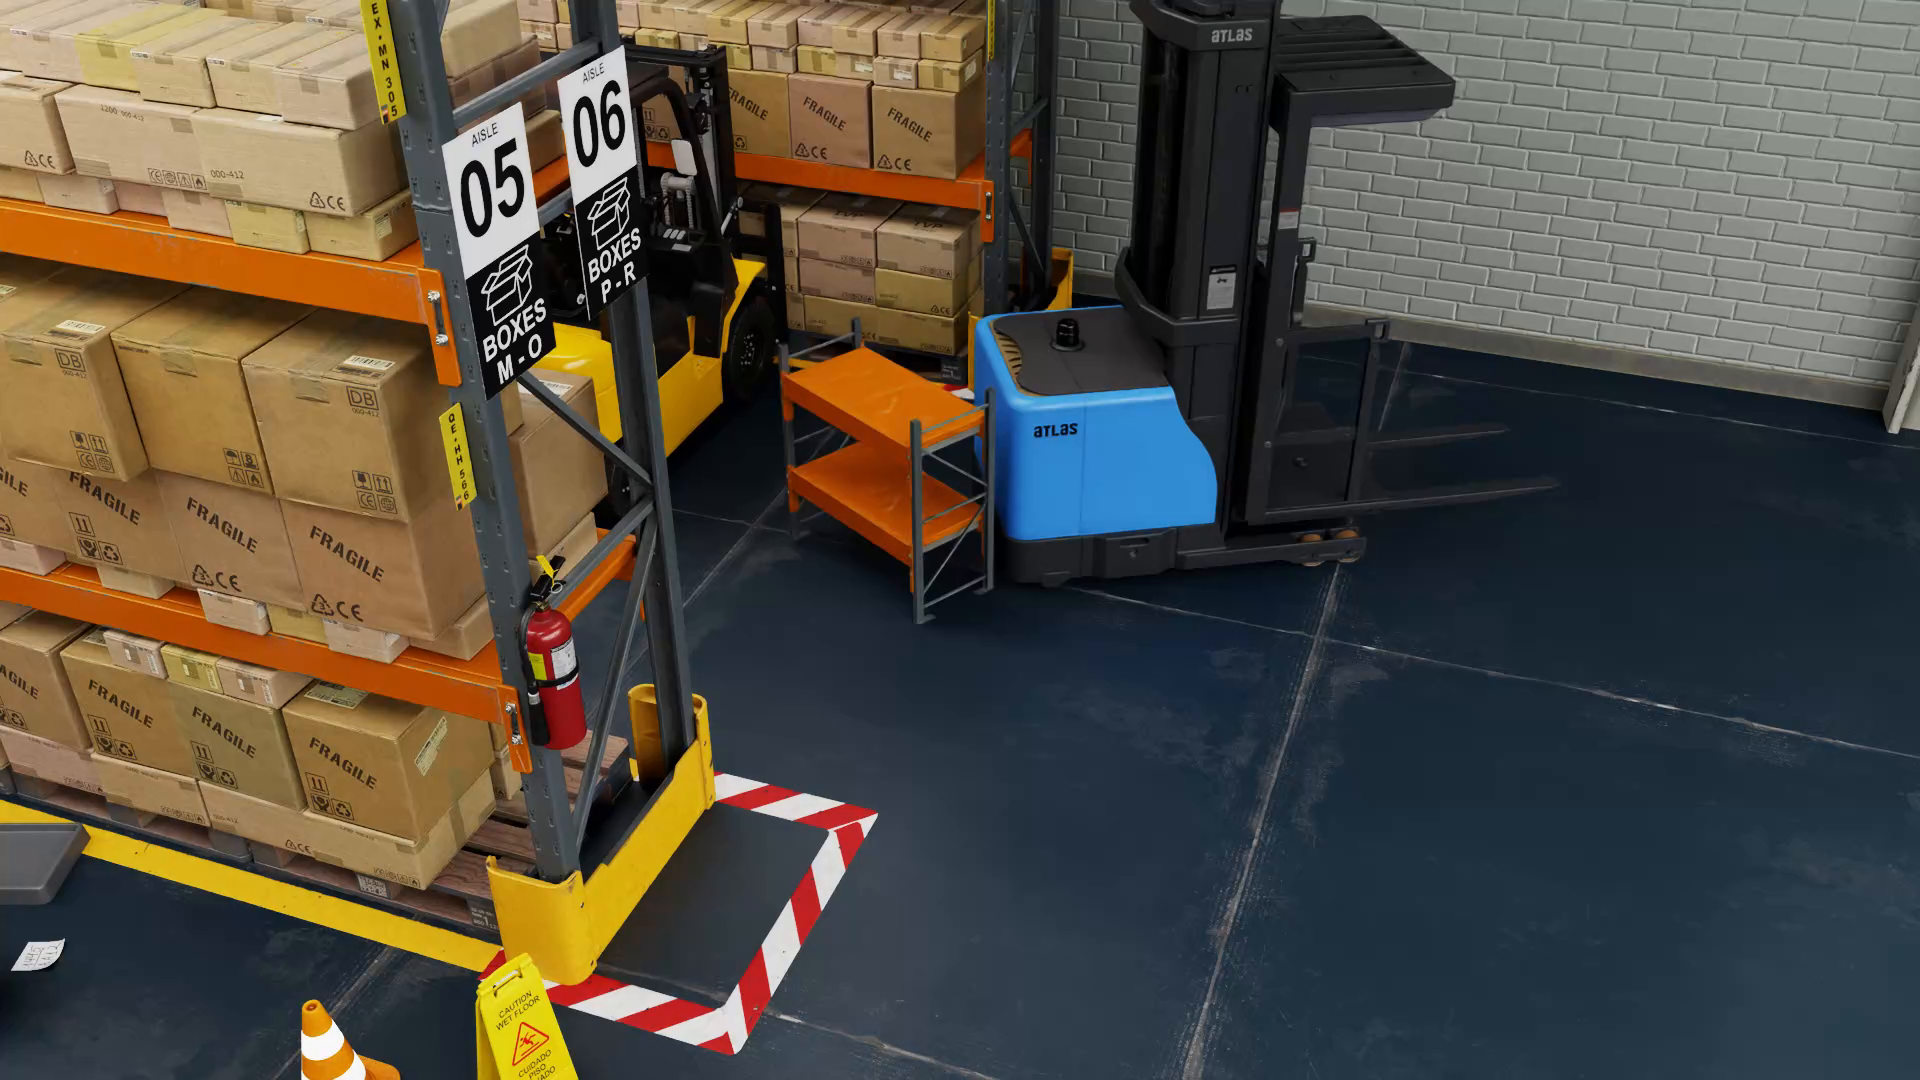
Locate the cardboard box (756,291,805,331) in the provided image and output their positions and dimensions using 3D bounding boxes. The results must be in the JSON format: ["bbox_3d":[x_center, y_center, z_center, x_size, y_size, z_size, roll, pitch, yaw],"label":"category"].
[{"bbox_3d":[-1.116,-1.582,10.583,0.500,0.250,0.500,11,35,17],"label":"cardboard box"}]

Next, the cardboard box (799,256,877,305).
[{"bbox_3d":[-0.666,-1.702,10.308,0.500,0.250,0.500,11,34,16],"label":"cardboard box"}]

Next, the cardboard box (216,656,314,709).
[{"bbox_3d":[-2.515,0.436,6.168,0.250,0.149,0.380,12,35,18],"label":"cardboard box"}]

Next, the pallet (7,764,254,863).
[{"bbox_3d":[-3.274,0.858,7.227,1.213,0.211,1.003,11,34,16],"label":"pallet"}]

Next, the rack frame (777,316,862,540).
[{"bbox_3d":[-0.698,-0.566,8.590,0.500,1.125,0.032,-25,41,-34],"label":"rack frame"}]

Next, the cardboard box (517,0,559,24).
[{"bbox_3d":[-2.472,-3.263,10.073,0.250,0.149,0.380,12,35,18],"label":"cardboard box"}]

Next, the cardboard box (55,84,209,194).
[{"bbox_3d":[-2.346,-1.287,5.076,0.500,0.250,0.500,11,34,16],"label":"cardboard box"}]

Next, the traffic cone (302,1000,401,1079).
[{"bbox_3d":[-2.145,1.737,5.633,0.334,0.463,0.336,11,34,16],"label":"traffic cone"}]

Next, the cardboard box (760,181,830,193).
[{"bbox_3d":[-0.961,-2.257,10.706,0.500,0.250,0.500,11,34,16],"label":"cardboard box"}]

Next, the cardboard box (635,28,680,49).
[{"bbox_3d":[-1.739,-3.005,9.949,0.250,0.149,0.380,10,34,15],"label":"cardboard box"}]

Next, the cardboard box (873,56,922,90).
[{"bbox_3d":[-0.305,-2.711,9.493,0.250,0.149,0.380,12,35,17],"label":"cardboard box"}]

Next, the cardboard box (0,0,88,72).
[{"bbox_3d":[-2.886,-1.596,5.188,0.250,0.149,0.380,10,34,15],"label":"cardboard box"}]

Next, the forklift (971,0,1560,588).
[{"bbox_3d":[1.629,-1.372,8.173,3.031,2.935,1.130,-6,33,-8],"label":"forklift"}]

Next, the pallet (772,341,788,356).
[{"bbox_3d":[-1.512,-1.616,11.057,1.213,0.211,1.003,11,34,16],"label":"pallet"}]

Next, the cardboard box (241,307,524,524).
[{"bbox_3d":[-1.859,-0.478,5.437,0.500,0.500,0.700,10,34,15],"label":"cardboard box"}]

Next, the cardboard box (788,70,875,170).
[{"bbox_3d":[-0.671,-2.542,9.829,0.500,0.500,0.500,12,35,18],"label":"cardboard box"}]

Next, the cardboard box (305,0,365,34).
[{"bbox_3d":[-1.813,-1.606,5.203,0.250,0.149,0.380,11,34,16],"label":"cardboard box"}]

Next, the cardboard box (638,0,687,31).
[{"bbox_3d":[-1.719,-3.174,9.936,0.250,0.149,0.380,11,34,17],"label":"cardboard box"}]

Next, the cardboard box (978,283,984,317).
[{"bbox_3d":[-0.030,-1.655,10.696,0.500,0.250,0.500,11,34,17],"label":"cardboard box"}]

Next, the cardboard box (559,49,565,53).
[{"bbox_3d":[-2.097,-2.825,10.268,0.500,0.500,0.500,11,34,16],"label":"cardboard box"}]

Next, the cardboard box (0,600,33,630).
[{"bbox_3d":[-3.770,0.190,6.548,0.250,0.149,0.380,13,35,19],"label":"cardboard box"}]

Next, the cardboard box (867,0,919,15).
[{"bbox_3d":[-0.366,-3.160,9.915,0.250,0.149,0.380,12,35,17],"label":"cardboard box"}]

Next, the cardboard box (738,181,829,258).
[{"bbox_3d":[-1.134,-1.988,10.290,0.500,0.250,0.500,11,35,17],"label":"cardboard box"}]

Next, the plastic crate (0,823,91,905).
[{"bbox_3d":[-3.869,1.292,6.676,0.583,0.080,0.402,0,33,0],"label":"plastic crate"}]

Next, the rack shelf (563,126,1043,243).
[{"bbox_3d":[-1.517,-2.508,10.532,4.000,0.370,1.077,11,34,16],"label":"rack shelf"}]

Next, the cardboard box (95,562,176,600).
[{"bbox_3d":[-2.957,0.039,6.156,0.250,0.149,0.380,11,34,16],"label":"cardboard box"}]

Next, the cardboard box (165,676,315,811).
[{"bbox_3d":[-2.639,0.647,6.438,0.500,0.500,0.500,12,35,18],"label":"cardboard box"}]

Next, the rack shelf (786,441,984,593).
[{"bbox_3d":[-0.364,-0.153,8.401,0.538,0.278,1.000,-25,41,-34],"label":"rack shelf"}]

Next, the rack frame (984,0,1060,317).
[{"bbox_3d":[0.366,-2.444,9.770,0.127,3.000,1.000,11,34,16],"label":"rack frame"}]

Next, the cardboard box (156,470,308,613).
[{"bbox_3d":[-2.379,-0.129,5.817,0.500,0.500,0.500,11,34,17],"label":"cardboard box"}]

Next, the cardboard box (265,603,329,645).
[{"bbox_3d":[-2.239,0.190,5.922,0.250,0.149,0.380,10,34,16],"label":"cardboard box"}]

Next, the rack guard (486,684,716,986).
[{"bbox_3d":[-1.376,1.127,6.543,0.348,0.500,1.175,11,34,16],"label":"rack guard"}]

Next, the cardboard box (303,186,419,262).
[{"bbox_3d":[-1.735,-0.986,4.978,0.250,0.149,0.380,11,34,17],"label":"cardboard box"}]

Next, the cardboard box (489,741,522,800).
[{"bbox_3d":[-1.971,0.781,6.923,0.500,0.250,0.500,11,34,16],"label":"cardboard box"}]

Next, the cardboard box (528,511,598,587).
[{"bbox_3d":[-1.555,0.029,6.172,0.250,0.149,0.380,11,34,17],"label":"cardboard box"}]

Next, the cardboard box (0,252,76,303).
[{"bbox_3d":[-3.271,-0.778,5.901,0.500,0.500,0.700,11,34,16],"label":"cardboard box"}]

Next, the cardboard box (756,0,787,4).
[{"bbox_3d":[-1.064,-3.347,10.204,0.250,0.149,0.380,10,34,15],"label":"cardboard box"}]

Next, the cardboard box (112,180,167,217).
[{"bbox_3d":[-2.435,-1.161,5.249,0.250,0.149,0.380,11,35,17],"label":"cardboard box"}]

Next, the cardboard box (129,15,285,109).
[{"bbox_3d":[-2.199,-1.414,4.906,0.250,0.149,0.380,11,34,16],"label":"cardboard box"}]

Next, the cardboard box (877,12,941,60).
[{"bbox_3d":[-0.285,-2.871,9.467,0.250,0.149,0.380,11,34,17],"label":"cardboard box"}]

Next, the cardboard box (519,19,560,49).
[{"bbox_3d":[-2.482,-3.135,10.150,0.250,0.149,0.380,12,35,18],"label":"cardboard box"}]

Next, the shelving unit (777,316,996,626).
[{"bbox_3d":[-0.364,-0.358,8.268,0.538,1.125,1.048,-25,41,-34],"label":"shelving unit"}]

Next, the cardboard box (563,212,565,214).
[{"bbox_3d":[-2.572,-2.270,10.727,0.500,0.250,0.500,11,34,17],"label":"cardboard box"}]

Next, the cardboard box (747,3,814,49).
[{"bbox_3d":[-1.032,-2.980,9.635,0.250,0.149,0.380,12,35,18],"label":"cardboard box"}]

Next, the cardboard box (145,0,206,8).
[{"bbox_3d":[-2.504,-1.763,5.447,0.250,0.149,0.380,11,34,16],"label":"cardboard box"}]

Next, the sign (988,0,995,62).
[{"bbox_3d":[0.170,-2.756,8.967,0.005,0.325,0.100,11,34,16],"label":"sign"}]

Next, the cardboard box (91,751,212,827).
[{"bbox_3d":[-3.136,0.867,6.789,0.500,0.250,0.500,10,34,15],"label":"cardboard box"}]

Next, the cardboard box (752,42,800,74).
[{"bbox_3d":[-1.026,-2.865,9.732,0.250,0.149,0.380,10,34,15],"label":"cardboard box"}]
